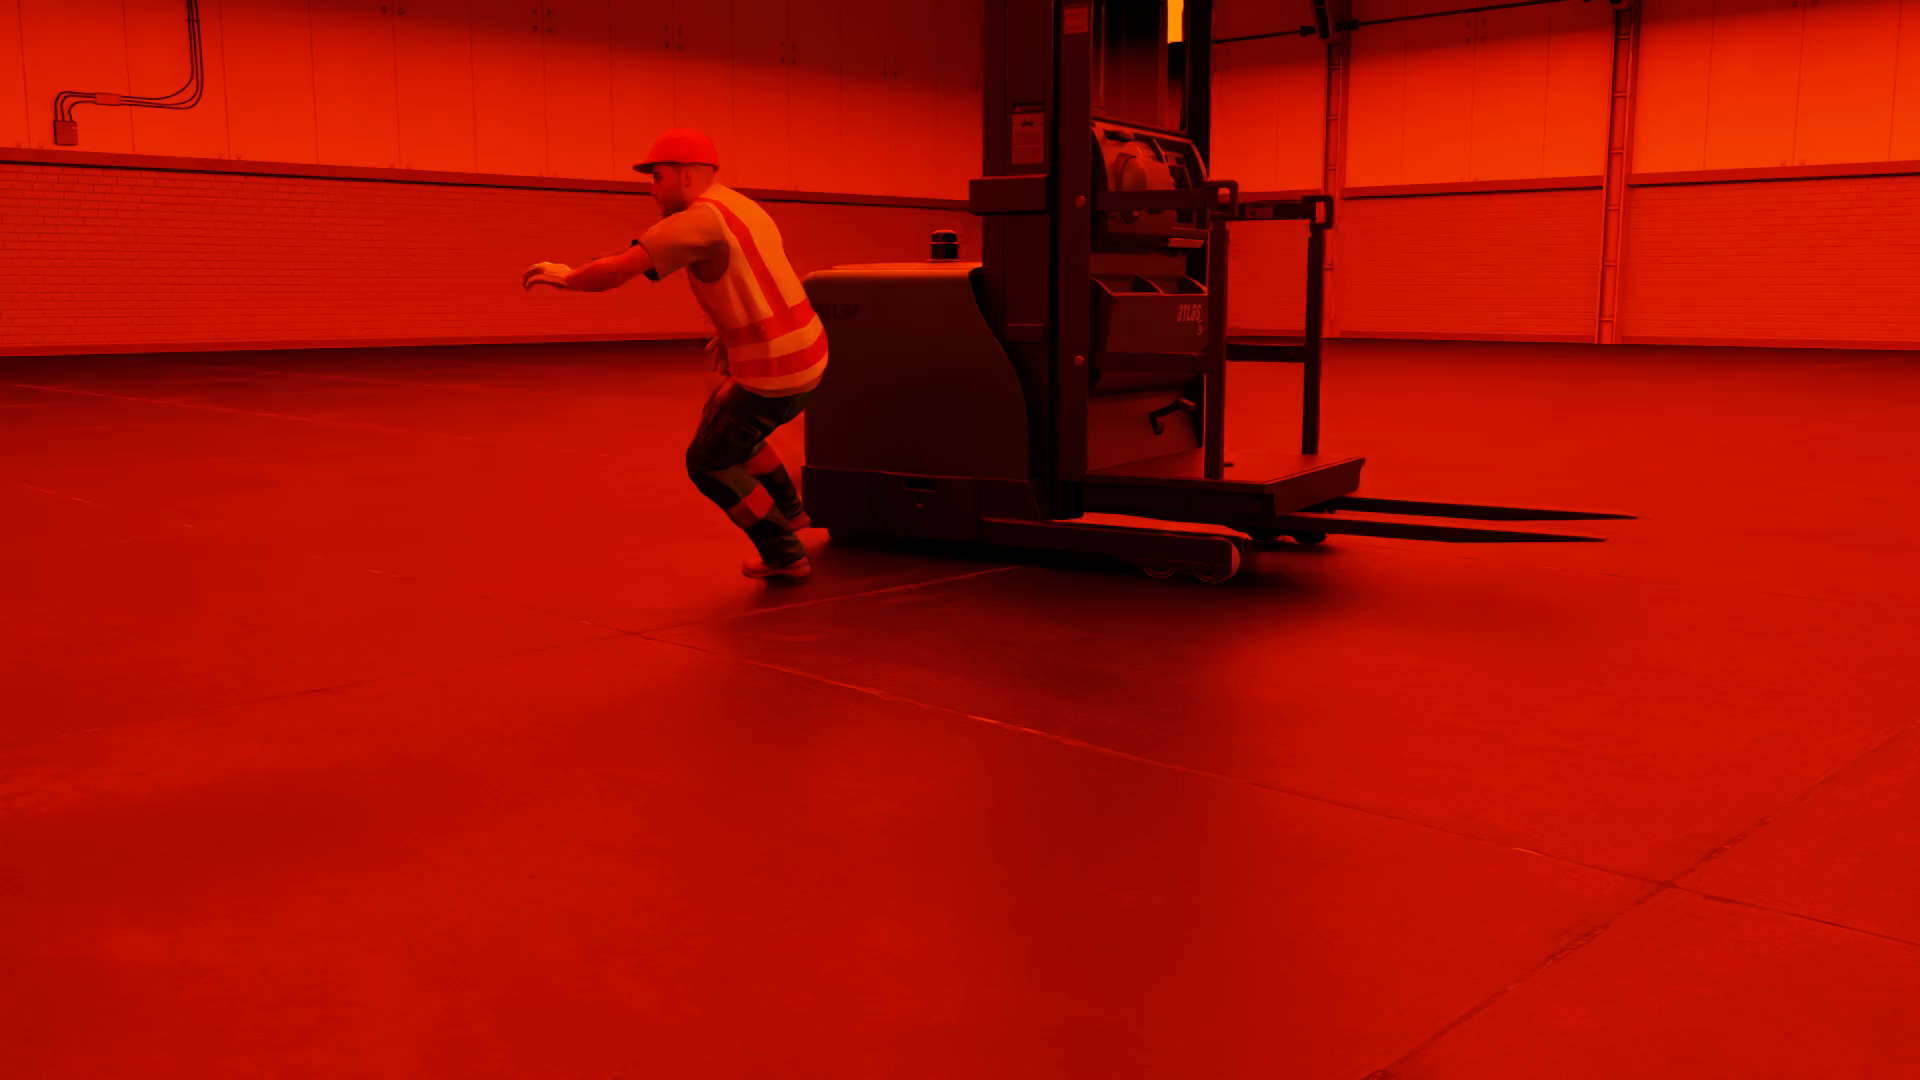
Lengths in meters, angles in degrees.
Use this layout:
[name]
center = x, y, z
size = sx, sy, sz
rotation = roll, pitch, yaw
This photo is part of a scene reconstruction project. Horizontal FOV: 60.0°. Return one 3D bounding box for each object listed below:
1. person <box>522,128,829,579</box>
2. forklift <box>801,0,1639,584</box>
[person]
center = -0.873, -0.608, 5.673
size = 0.930, 1.525, 1.187
rotation = 2, 9, 10
[forklift]
center = 0.895, -1.388, 6.091
size = 3.031, 2.935, 1.130
rotation = 5, 10, 30
